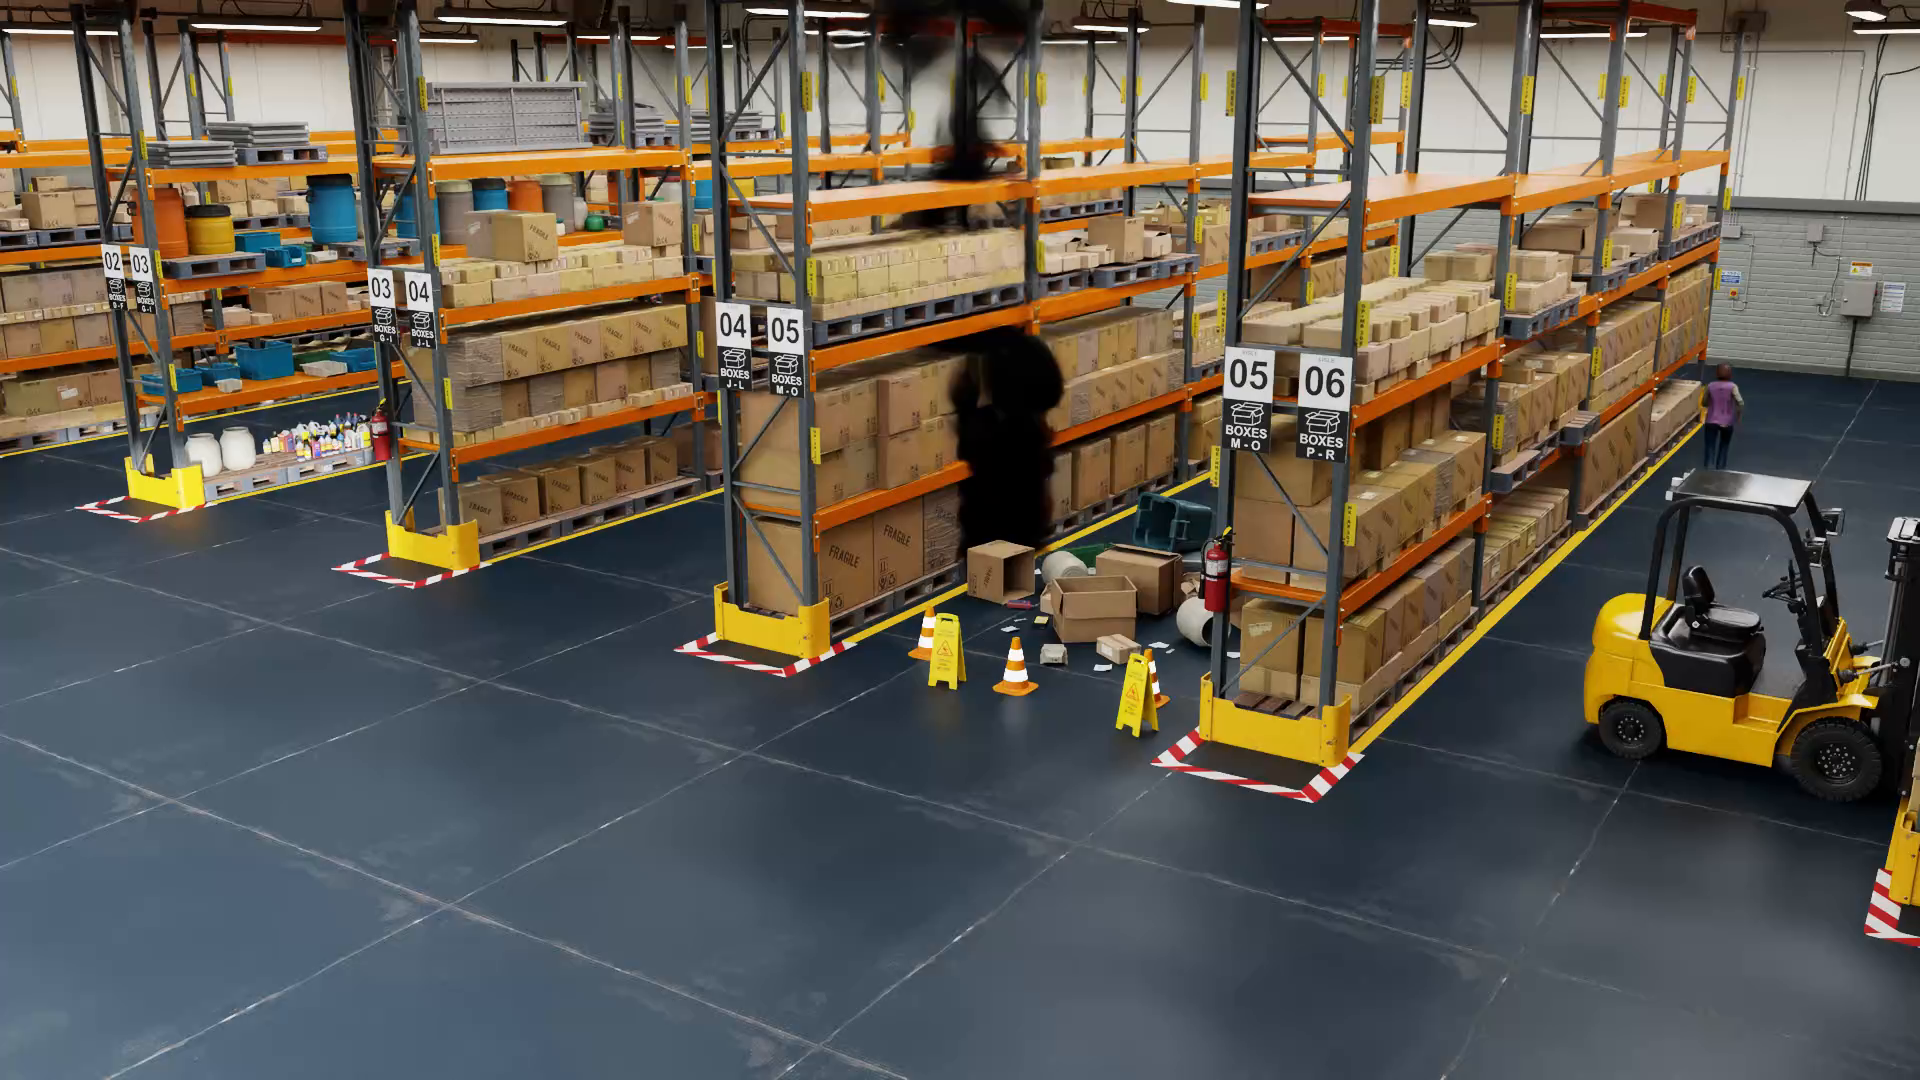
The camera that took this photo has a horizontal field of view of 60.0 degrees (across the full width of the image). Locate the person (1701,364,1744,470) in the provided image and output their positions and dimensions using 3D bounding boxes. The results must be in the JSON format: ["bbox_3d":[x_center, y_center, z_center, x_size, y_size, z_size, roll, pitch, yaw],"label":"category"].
[{"bbox_3d":[9.827,-1.468,21.513,0.503,1.639,0.703,7,17,24],"label":"person"}]
